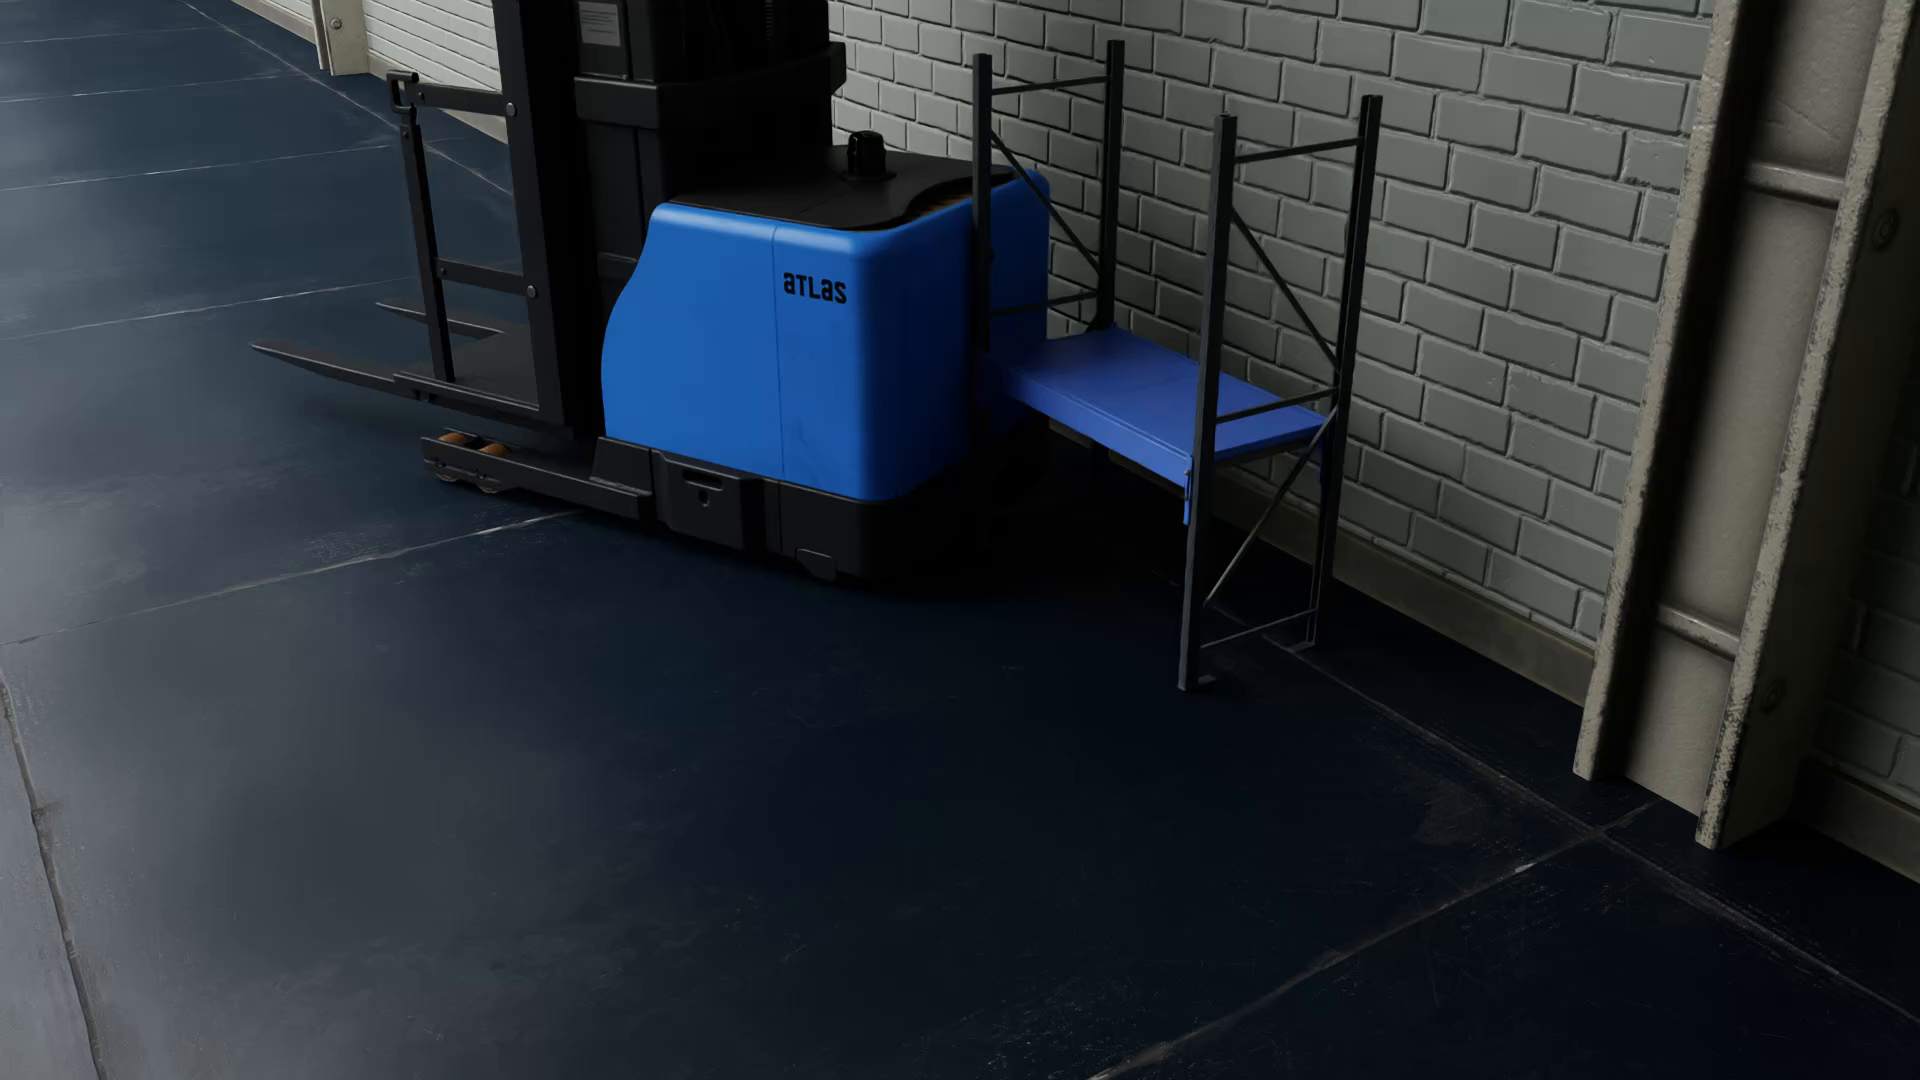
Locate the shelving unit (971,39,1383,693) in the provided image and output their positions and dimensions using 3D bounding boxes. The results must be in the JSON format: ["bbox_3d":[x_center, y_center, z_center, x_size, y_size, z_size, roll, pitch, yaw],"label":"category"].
[{"bbox_3d":[0.526,-0.520,4.595,0.538,1.500,1.048,-15,29,-29],"label":"shelving unit"}]

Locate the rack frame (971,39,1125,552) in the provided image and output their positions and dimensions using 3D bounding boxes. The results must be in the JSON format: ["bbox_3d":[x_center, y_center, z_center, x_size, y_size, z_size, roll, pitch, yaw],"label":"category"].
[{"bbox_3d":[0.254,-0.704,4.984,0.500,1.500,0.032,-15,29,-29],"label":"rack frame"}]

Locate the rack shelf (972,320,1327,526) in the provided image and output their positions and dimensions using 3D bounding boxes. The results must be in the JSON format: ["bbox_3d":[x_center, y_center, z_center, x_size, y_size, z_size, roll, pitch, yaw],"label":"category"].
[{"bbox_3d":[0.526,-0.358,4.672,0.538,0.185,1.000,-15,29,-29],"label":"rack shelf"}]

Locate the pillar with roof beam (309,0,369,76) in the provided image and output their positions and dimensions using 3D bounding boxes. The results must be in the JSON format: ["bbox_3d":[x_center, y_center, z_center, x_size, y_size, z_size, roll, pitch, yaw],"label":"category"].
[{"bbox_3d":[-8.430,-6.760,9.029,9.100,9.000,0.400,-16,29,-30],"label":"pillar with roof beam"}]

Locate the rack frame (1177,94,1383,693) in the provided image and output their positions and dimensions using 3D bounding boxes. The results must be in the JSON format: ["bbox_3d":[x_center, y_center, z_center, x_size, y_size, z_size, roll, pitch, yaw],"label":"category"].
[{"bbox_3d":[0.797,-0.337,4.206,0.500,1.500,0.032,-15,29,-29],"label":"rack frame"}]

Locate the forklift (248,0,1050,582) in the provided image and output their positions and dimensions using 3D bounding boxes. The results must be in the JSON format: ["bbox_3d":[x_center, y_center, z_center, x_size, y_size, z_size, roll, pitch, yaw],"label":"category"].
[{"bbox_3d":[-1.232,-1.656,5.324,3.031,2.935,1.130,14,29,28],"label":"forklift"}]
